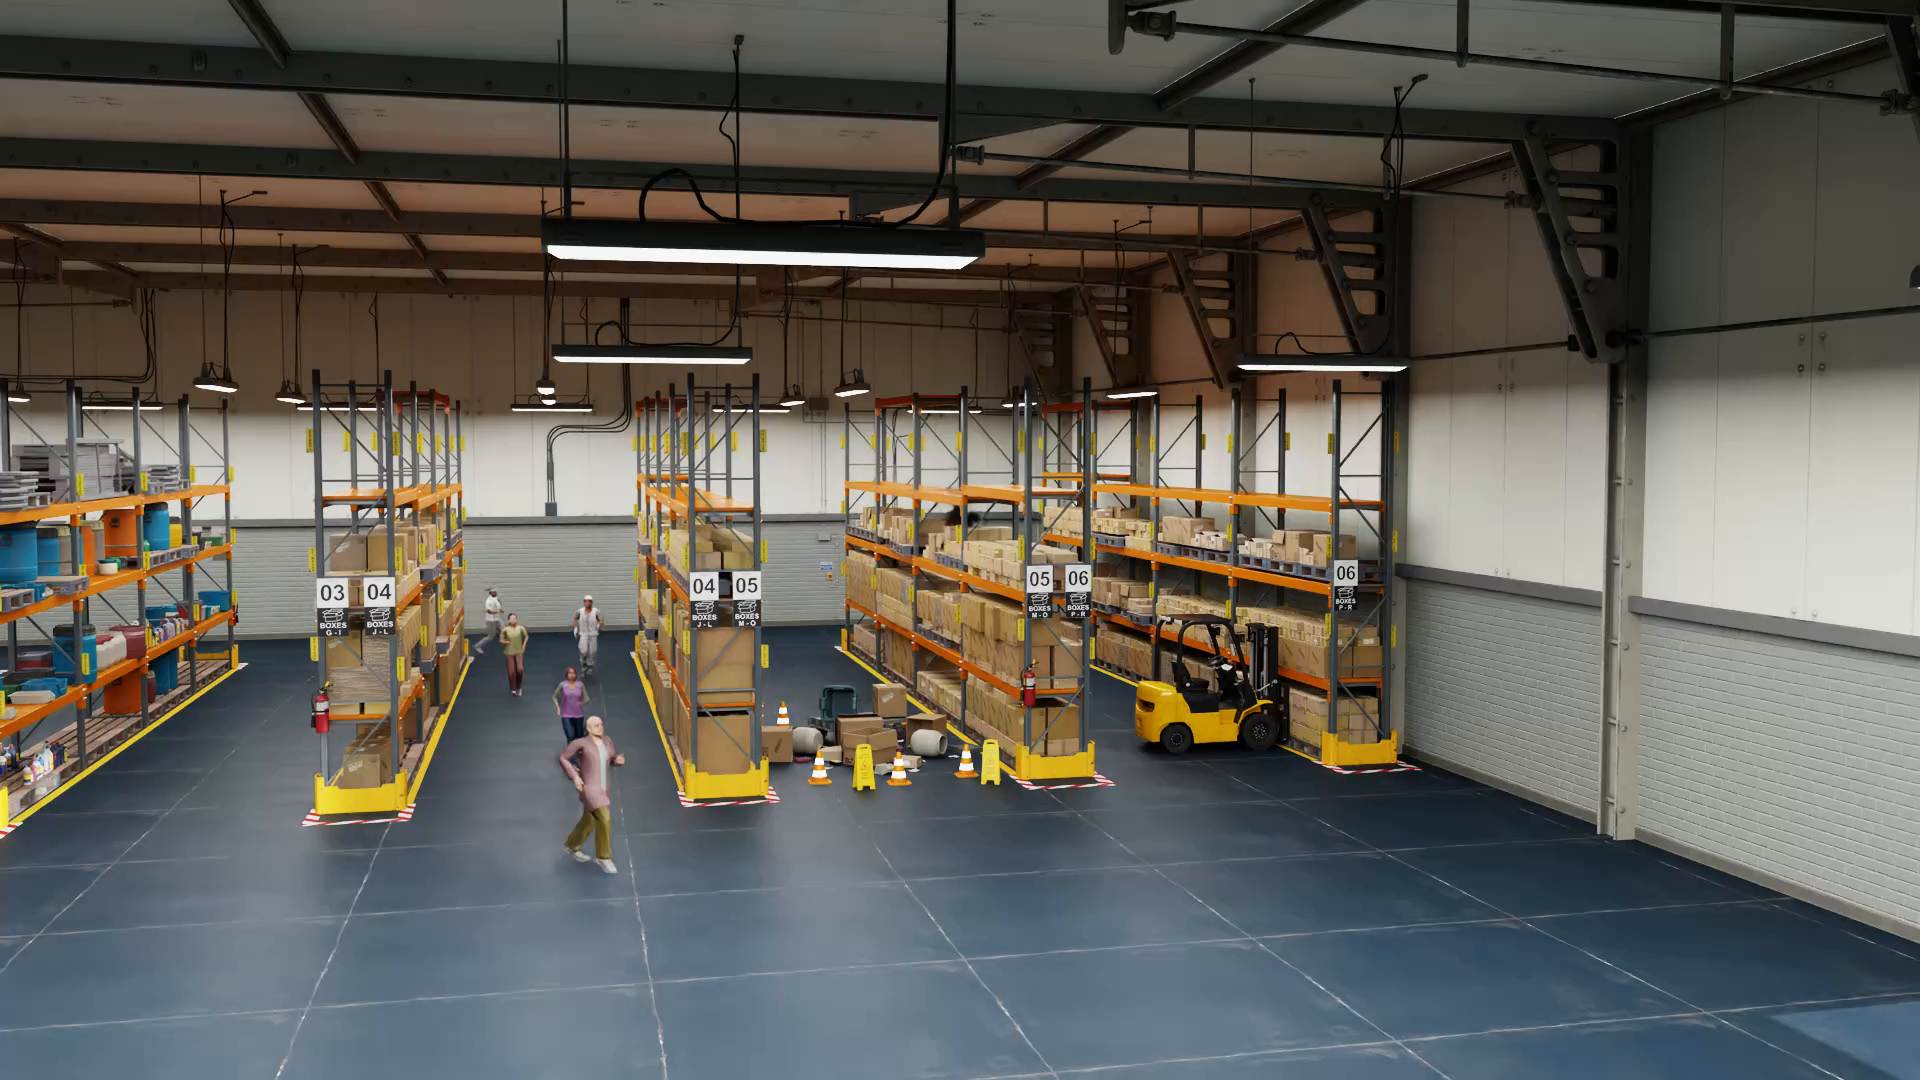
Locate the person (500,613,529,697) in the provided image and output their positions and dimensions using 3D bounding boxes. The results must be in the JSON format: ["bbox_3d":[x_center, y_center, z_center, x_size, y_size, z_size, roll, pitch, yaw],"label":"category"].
[{"bbox_3d":[-8.813,2.275,32.881,0.562,1.667,0.607,-1,3,-16],"label":"person"}]

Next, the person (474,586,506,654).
[{"bbox_3d":[-11.006,1.914,39.222,0.929,1.681,0.603,0,3,6],"label":"person"}]

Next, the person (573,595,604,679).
[{"bbox_3d":[-7.916,2.073,35.465,0.647,1.789,0.702,-1,3,-15],"label":"person"}]

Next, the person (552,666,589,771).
[{"bbox_3d":[-5.989,2.729,25.626,0.547,1.569,0.823,-1,4,-23],"label":"person"}]

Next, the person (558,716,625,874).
[{"bbox_3d":[-4.339,2.996,19.649,0.866,1.837,0.668,2,4,25],"label":"person"}]
